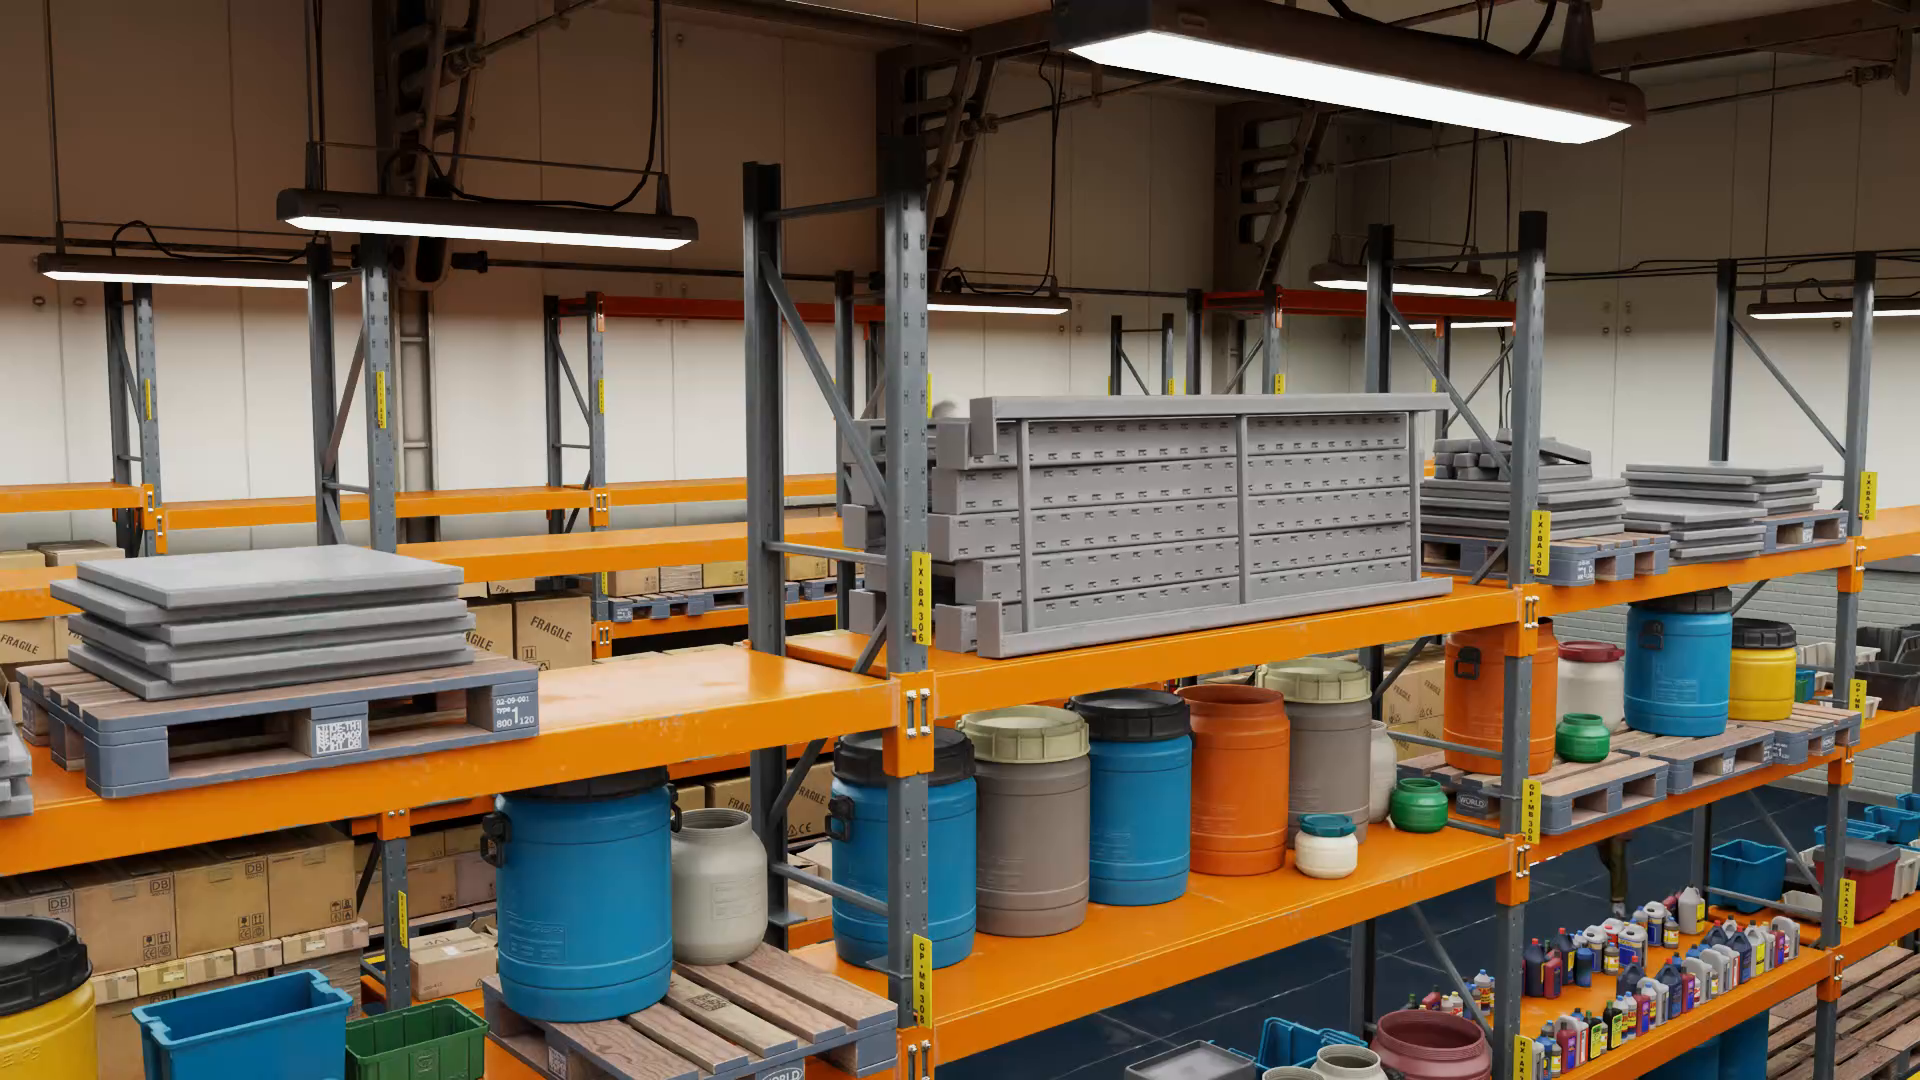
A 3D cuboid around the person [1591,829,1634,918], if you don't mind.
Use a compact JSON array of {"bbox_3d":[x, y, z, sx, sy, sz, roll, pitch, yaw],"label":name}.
[{"bbox_3d":[6.365,2.731,16.435,0.746,1.749,0.957,3,6,27],"label":"person"}]
